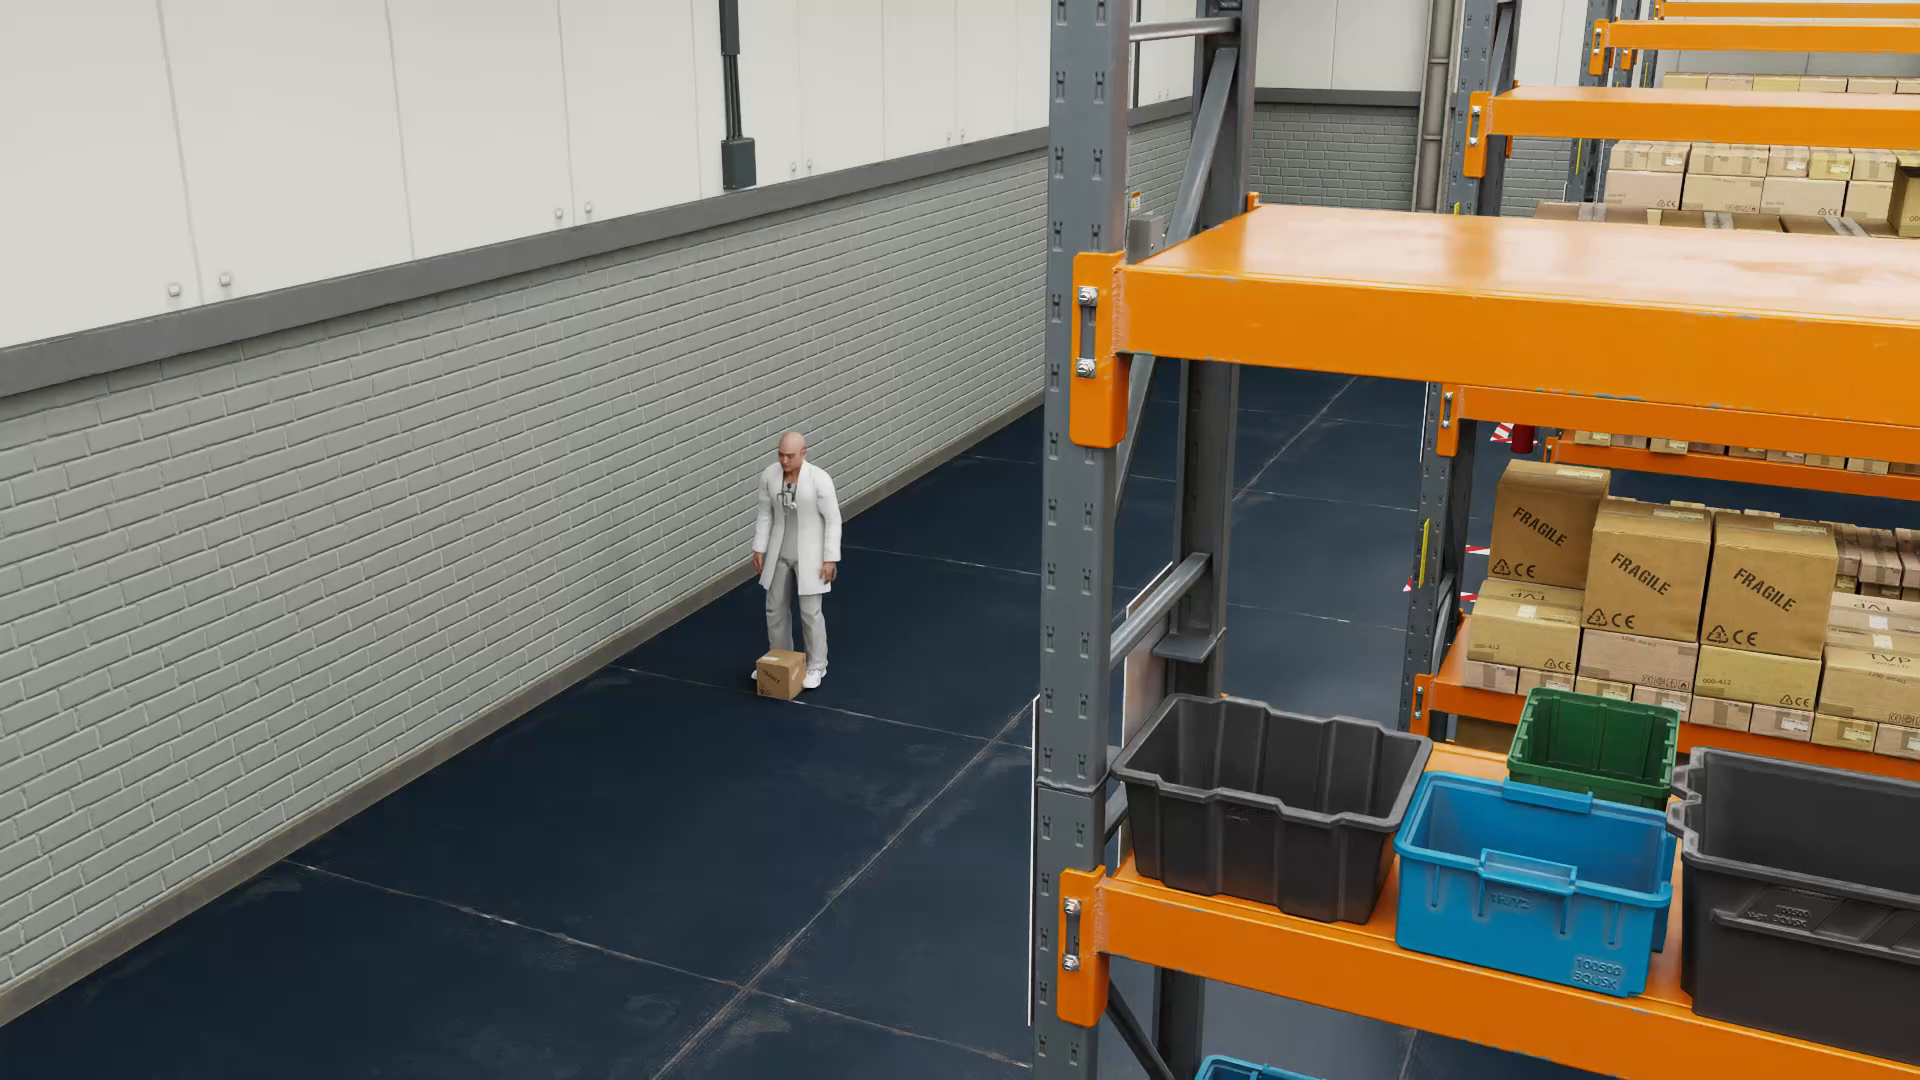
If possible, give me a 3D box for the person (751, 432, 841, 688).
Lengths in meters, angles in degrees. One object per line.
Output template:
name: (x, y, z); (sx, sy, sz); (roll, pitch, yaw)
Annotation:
person: (-1.104, 0.115, 11.249); (0.655, 1.774, 0.415); (8, 20, 21)
